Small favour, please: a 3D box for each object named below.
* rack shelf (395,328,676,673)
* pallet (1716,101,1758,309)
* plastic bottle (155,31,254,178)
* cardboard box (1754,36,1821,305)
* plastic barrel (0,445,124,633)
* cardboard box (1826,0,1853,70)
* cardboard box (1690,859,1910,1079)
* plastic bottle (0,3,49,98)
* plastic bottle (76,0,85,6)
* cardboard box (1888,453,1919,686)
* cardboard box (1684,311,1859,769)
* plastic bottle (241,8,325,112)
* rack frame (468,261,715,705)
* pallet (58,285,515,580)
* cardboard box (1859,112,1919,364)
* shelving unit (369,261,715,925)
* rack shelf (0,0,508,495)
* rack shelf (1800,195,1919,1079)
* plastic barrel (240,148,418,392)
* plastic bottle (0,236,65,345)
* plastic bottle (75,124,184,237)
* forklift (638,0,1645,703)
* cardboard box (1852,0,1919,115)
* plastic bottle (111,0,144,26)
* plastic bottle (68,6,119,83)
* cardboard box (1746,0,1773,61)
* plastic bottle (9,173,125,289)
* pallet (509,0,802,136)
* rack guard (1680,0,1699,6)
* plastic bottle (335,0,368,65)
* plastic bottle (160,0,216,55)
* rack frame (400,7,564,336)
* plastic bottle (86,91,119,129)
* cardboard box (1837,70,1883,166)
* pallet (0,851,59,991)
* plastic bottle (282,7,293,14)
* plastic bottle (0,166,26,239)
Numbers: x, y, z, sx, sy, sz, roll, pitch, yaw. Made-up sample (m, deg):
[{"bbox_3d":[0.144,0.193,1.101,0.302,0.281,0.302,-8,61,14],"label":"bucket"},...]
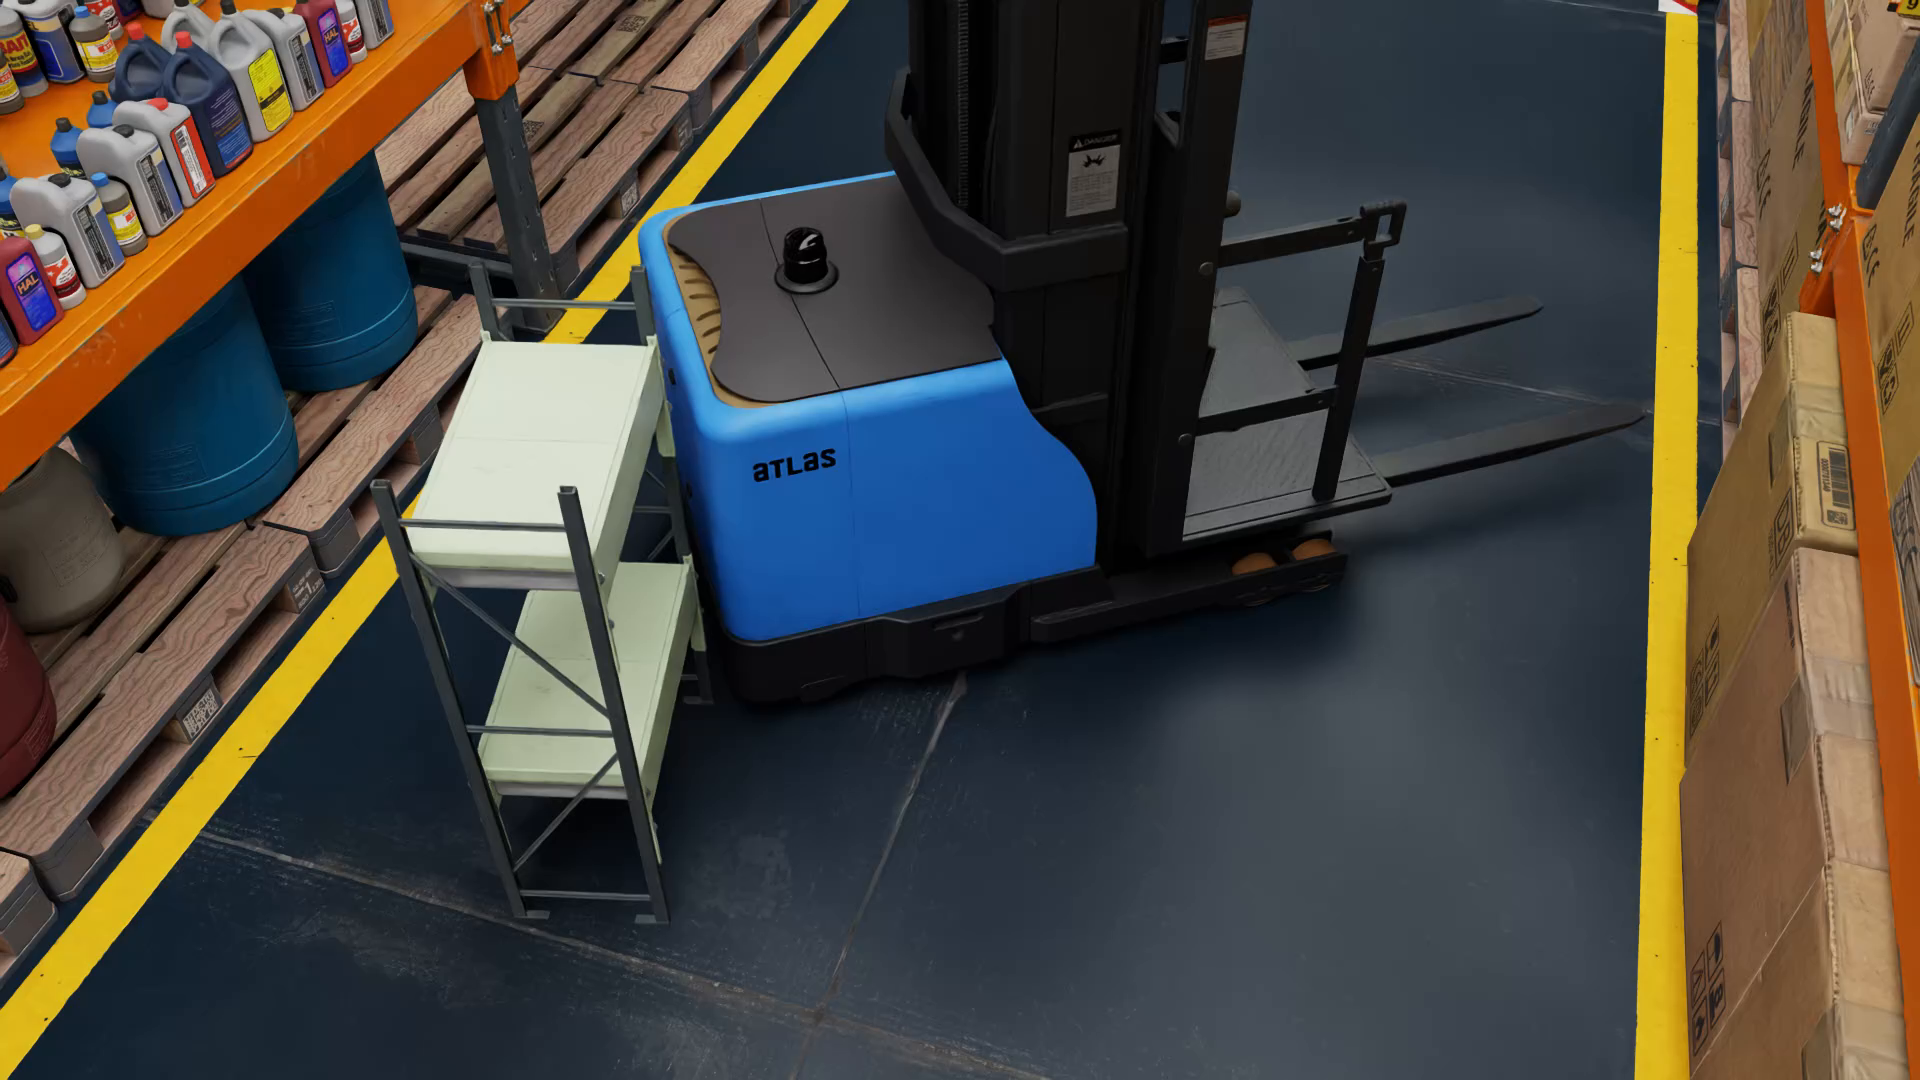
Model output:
[{"bbox_3d":[-0.923,-0.102,3.724,0.431,0.370,0.720,2,44,2],"label":"rack shelf"},{"bbox_3d":[3.447,-1.217,6.343,1.003,0.211,1.213,13,46,12],"label":"pallet"},{"bbox_3d":[-1.969,-1.134,4.299,0.144,0.351,0.185,13,46,13],"label":"plastic bottle"},{"bbox_3d":[3.323,-1.321,5.675,0.875,0.875,0.875,13,46,13],"label":"cardboard box"},{"bbox_3d":[-2.598,-0.029,4.614,0.421,0.512,0.421,0,44,0],"label":"plastic barrel"},{"bbox_3d":[2.710,-1.433,4.750,0.380,0.149,0.250,12,46,12],"label":"cardboard box"},{"bbox_3d":[2.069,1.320,2.976,1.225,0.875,0.875,13,46,13],"label":"cardboard box"},{"bbox_3d":[-2.622,-1.368,4.595,0.097,0.271,0.097,0,44,0],"label":"plastic bottle"},{"bbox_3d":[-2.551,-1.522,4.753,0.097,0.271,0.097,0,44,0],"label":"plastic bottle"},{"bbox_3d":[2.093,-0.021,3.055,0.500,0.500,0.500,12,46,12],"label":"cardboard box"},{"bbox_3d":[2.599,0.132,4.189,1.225,0.875,0.875,13,46,13],"label":"cardboard box"},{"bbox_3d":[-1.868,-1.338,4.561,0.152,0.276,0.135,13,46,13],"label":"plastic bottle"},{"bbox_3d":[-0.905,-0.079,4.258,0.400,1.500,0.023,2,44,2],"label":"rack frame"},{"bbox_3d":[-2.220,-0.455,5.564,1.003,0.211,1.213,13,46,13],"label":"pallet"},{"bbox_3d":[2.397,-0.690,3.739,0.500,0.500,0.500,13,46,13],"label":"cardboard box"},{"bbox_3d":[-0.923,0.177,3.997,0.431,1.500,0.755,2,44,2],"label":"shelving unit"},{"bbox_3d":[-2.552,-0.367,3.994,1.077,0.370,4.000,13,46,13],"label":"rack shelf"},{"bbox_3d":[2.168,0.682,2.922,1.077,0.370,4.000,13,46,13],"label":"rack shelf"},{"bbox_3d":[-2.127,-0.998,5.325,0.600,0.901,0.708,13,46,13],"label":"plastic barrel"},{"bbox_3d":[-2.159,-0.596,3.798,0.061,0.283,0.133,13,46,13],"label":"plastic bottle"},{"bbox_3d":[-2.062,-0.912,4.126,0.152,0.276,0.135,13,46,13],"label":"plastic bottle"},{"bbox_3d":[0.660,-1.189,4.369,3.031,2.935,1.130,-13,46,-12],"label":"forklift"},{"bbox_3d":[2.658,-1.310,4.339,0.500,0.250,0.500,12,46,12],"label":"cardboard box"},{"bbox_3d":[-2.504,-1.672,4.898,0.061,0.283,0.133,13,46,13],"label":"plastic bottle"},{"bbox_3d":[-2.436,-1.400,4.678,0.097,0.201,0.097,0,44,0],"label":"plastic bottle"},{"bbox_3d":[3.868,-2.521,6.901,0.875,0.875,0.875,13,46,13],"label":"cardboard box"},{"bbox_3d":[-2.132,-0.757,3.968,0.152,0.276,0.135,13,46,13],"label":"plastic bottle"},{"bbox_3d":[-1.393,-2.274,7.423,1.003,0.211,1.213,13,46,13],"label":"pallet"},{"bbox_3d":[3.993,-2.697,7.648,1.175,0.500,0.348,13,46,13],"label":"rack guard"},{"bbox_3d":[-1.767,-1.472,4.751,0.097,0.201,0.097,0,44,0],"label":"plastic bottle"},{"bbox_3d":[-2.050,-1.288,4.457,0.144,0.351,0.185,13,46,13],"label":"plastic bottle"},{"bbox_3d":[-1.946,-1.957,5.105,1.000,3.000,0.127,13,46,13],"label":"rack frame"},{"bbox_3d":[-2.145,-1.014,4.234,0.097,0.271,0.097,0,44,0],"label":"plastic bottle"},{"bbox_3d":[2.554,-1.091,4.399,0.380,0.149,0.250,13,46,13],"label":"cardboard box"},{"bbox_3d":[-2.959,1.172,3.902,1.003,0.211,1.213,13,46,13],"label":"pallet"},{"bbox_3d":[-1.865,-1.396,4.674,0.097,0.201,0.097,0,44,0],"label":"plastic bottle"},{"bbox_3d":[-2.256,-0.770,3.984,0.097,0.271,0.097,0,44,0],"label":"plastic bottle"}]
